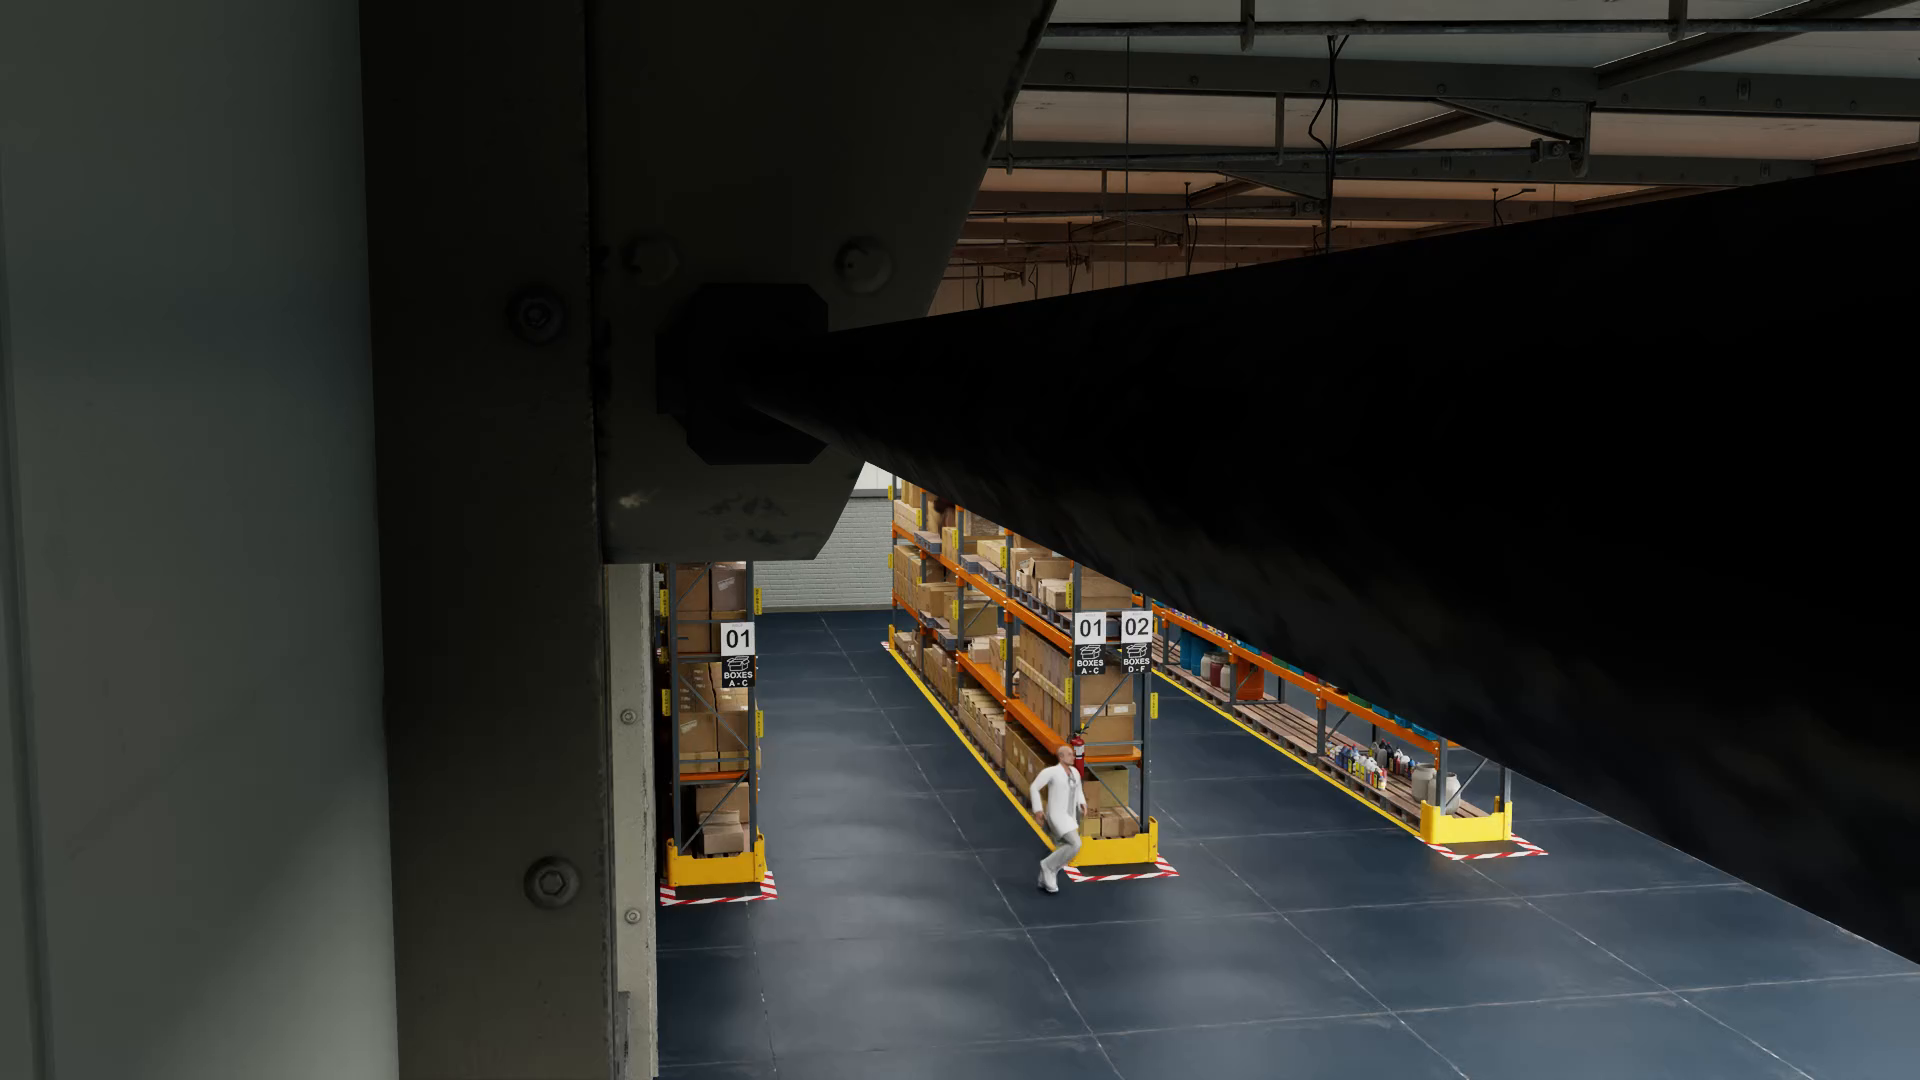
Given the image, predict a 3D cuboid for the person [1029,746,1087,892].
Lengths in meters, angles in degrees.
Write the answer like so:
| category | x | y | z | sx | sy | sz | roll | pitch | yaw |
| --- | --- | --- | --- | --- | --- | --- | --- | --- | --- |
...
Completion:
| category | x | y | z | sx | sy | sz | roll | pitch | yaw |
| --- | --- | --- | --- | --- | --- | --- | --- | --- | --- |
| person | 1.263 | 3.326 | 19.895 | 0.627 | 1.704 | 0.713 | 5 | 8 | 41 |
